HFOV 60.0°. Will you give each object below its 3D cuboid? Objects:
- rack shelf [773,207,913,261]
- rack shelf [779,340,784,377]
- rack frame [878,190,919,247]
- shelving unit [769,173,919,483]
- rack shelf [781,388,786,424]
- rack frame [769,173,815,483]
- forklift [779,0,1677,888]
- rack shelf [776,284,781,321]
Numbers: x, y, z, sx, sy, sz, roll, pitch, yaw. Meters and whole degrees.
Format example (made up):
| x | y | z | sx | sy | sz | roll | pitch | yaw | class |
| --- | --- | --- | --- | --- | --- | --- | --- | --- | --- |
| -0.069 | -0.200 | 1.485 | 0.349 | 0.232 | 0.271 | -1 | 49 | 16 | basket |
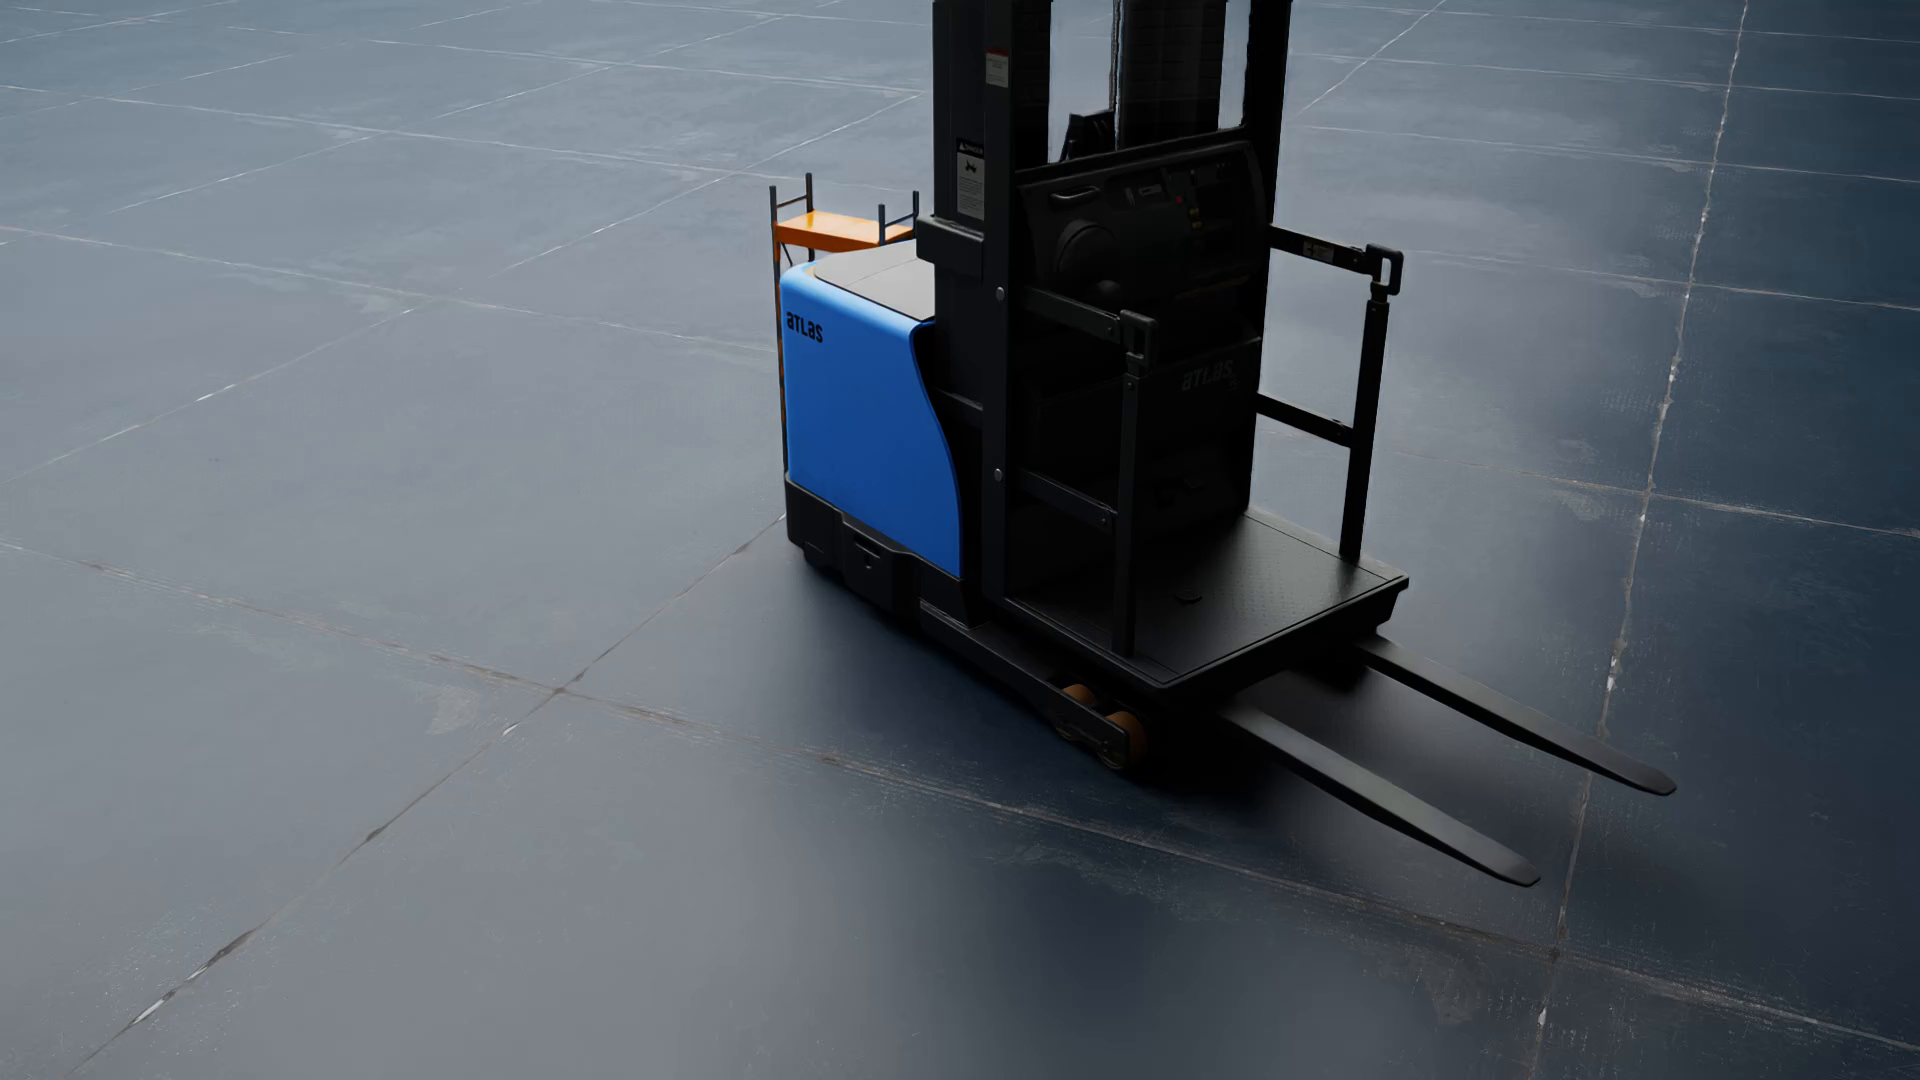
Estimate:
| x | y | z | sx | sy | sz | roll | pitch | yaw | class |
| --- | --- | --- | --- | --- | --- | --- | --- | --- | --- |
| -0.425 | -1.102 | 6.177 | 0.480 | 0.148 | 0.258 | 16 | 30 | 29 | rack shelf |
| -0.425 | -0.689 | 6.380 | 0.480 | 0.148 | 0.258 | 16 | 30 | 29 | rack shelf |
| -0.219 | -0.691 | 6.233 | 0.015 | 1.200 | 0.240 | 16 | 30 | 29 | rack frame |
| -0.425 | -0.749 | 6.351 | 0.503 | 1.200 | 0.258 | 16 | 30 | 29 | shelving unit |
| -0.425 | -0.511 | 6.468 | 0.480 | 0.148 | 0.258 | 16 | 30 | 29 | rack shelf |
| -0.631 | -0.807 | 6.468 | 0.015 | 1.200 | 0.240 | 16 | 30 | 29 | rack frame |
| 0.681 | -0.898 | 4.692 | 1.130 | 2.935 | 3.031 | -19 | 32 | -34 | forklift |
| -0.425 | -0.890 | 6.282 | 0.480 | 0.148 | 0.258 | 16 | 30 | 29 | rack shelf |
